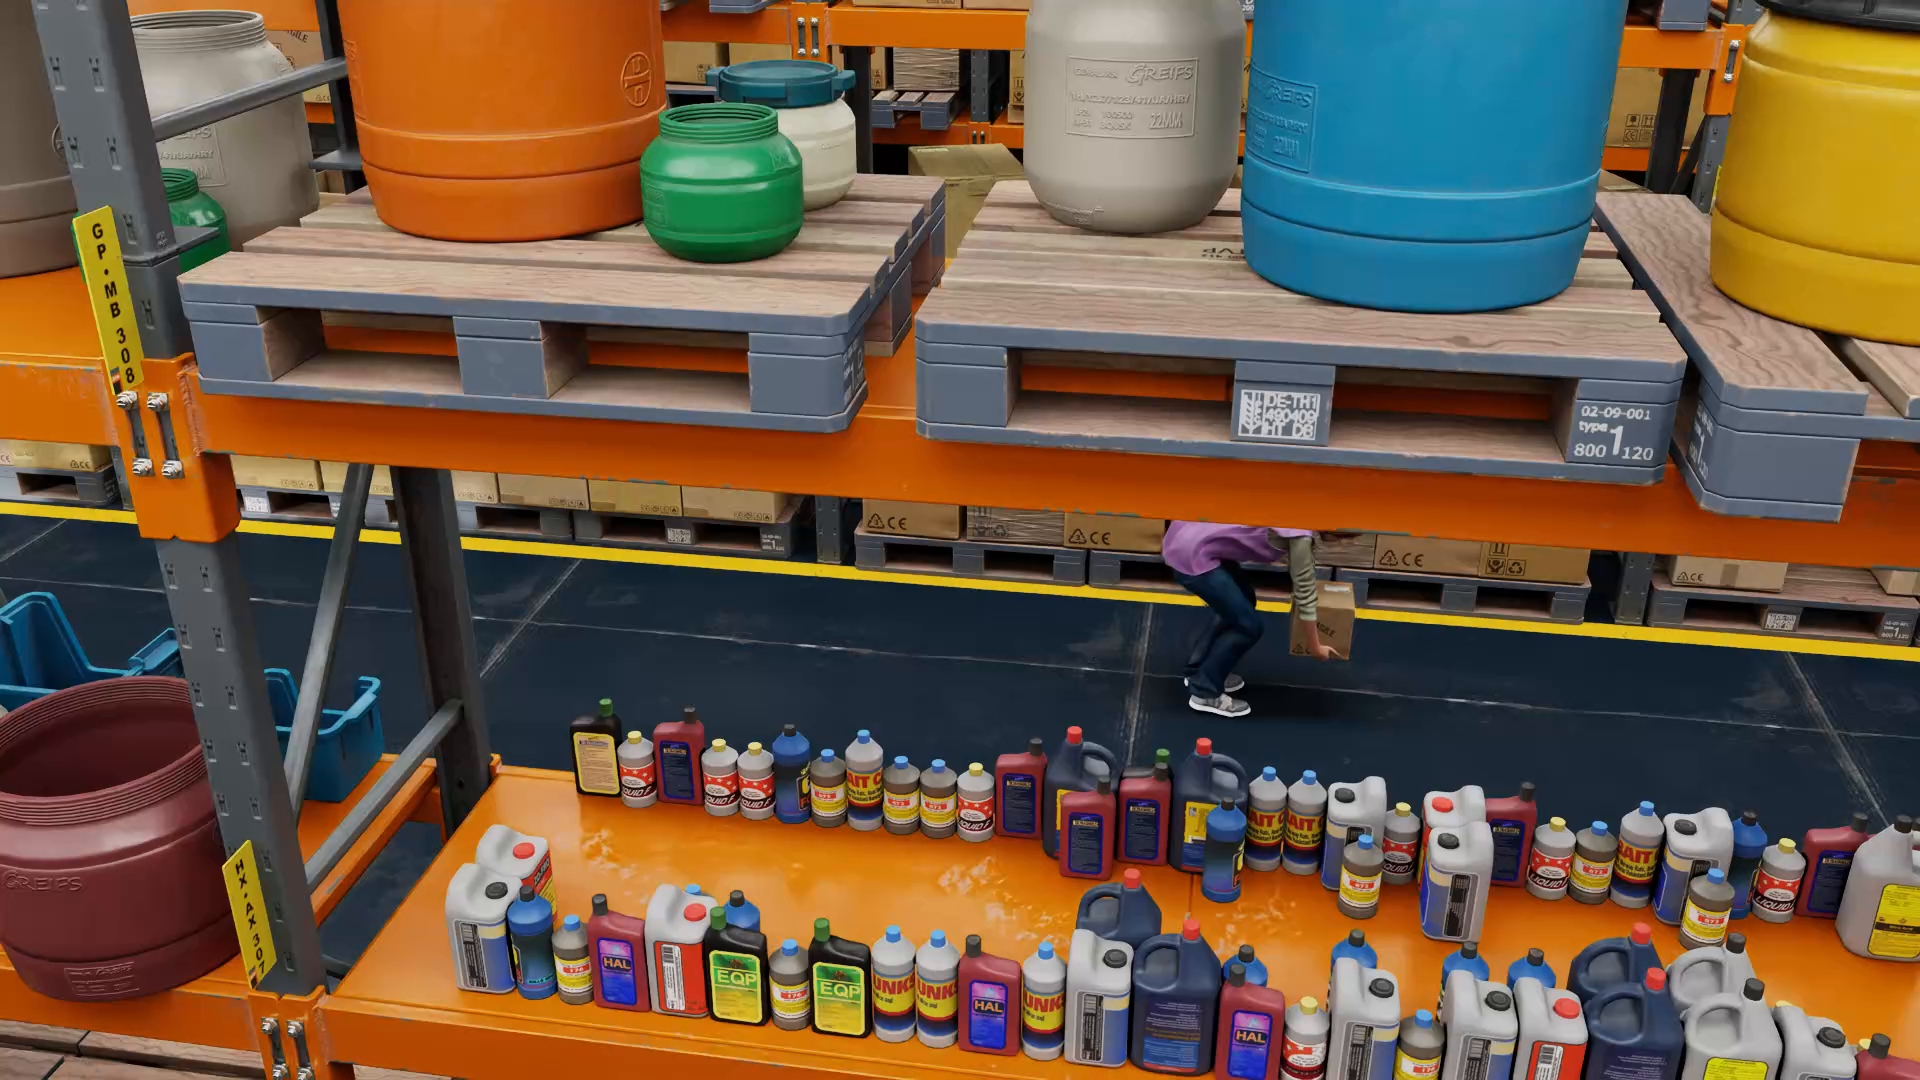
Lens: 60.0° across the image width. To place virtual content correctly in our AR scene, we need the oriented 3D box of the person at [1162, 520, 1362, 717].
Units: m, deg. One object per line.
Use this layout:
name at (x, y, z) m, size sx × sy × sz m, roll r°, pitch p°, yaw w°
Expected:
person at (1.295, 0.268, 7.236) m, size 0.855 × 1.016 × 0.410 m, roll 3°, pitch 25°, yaw 6°
